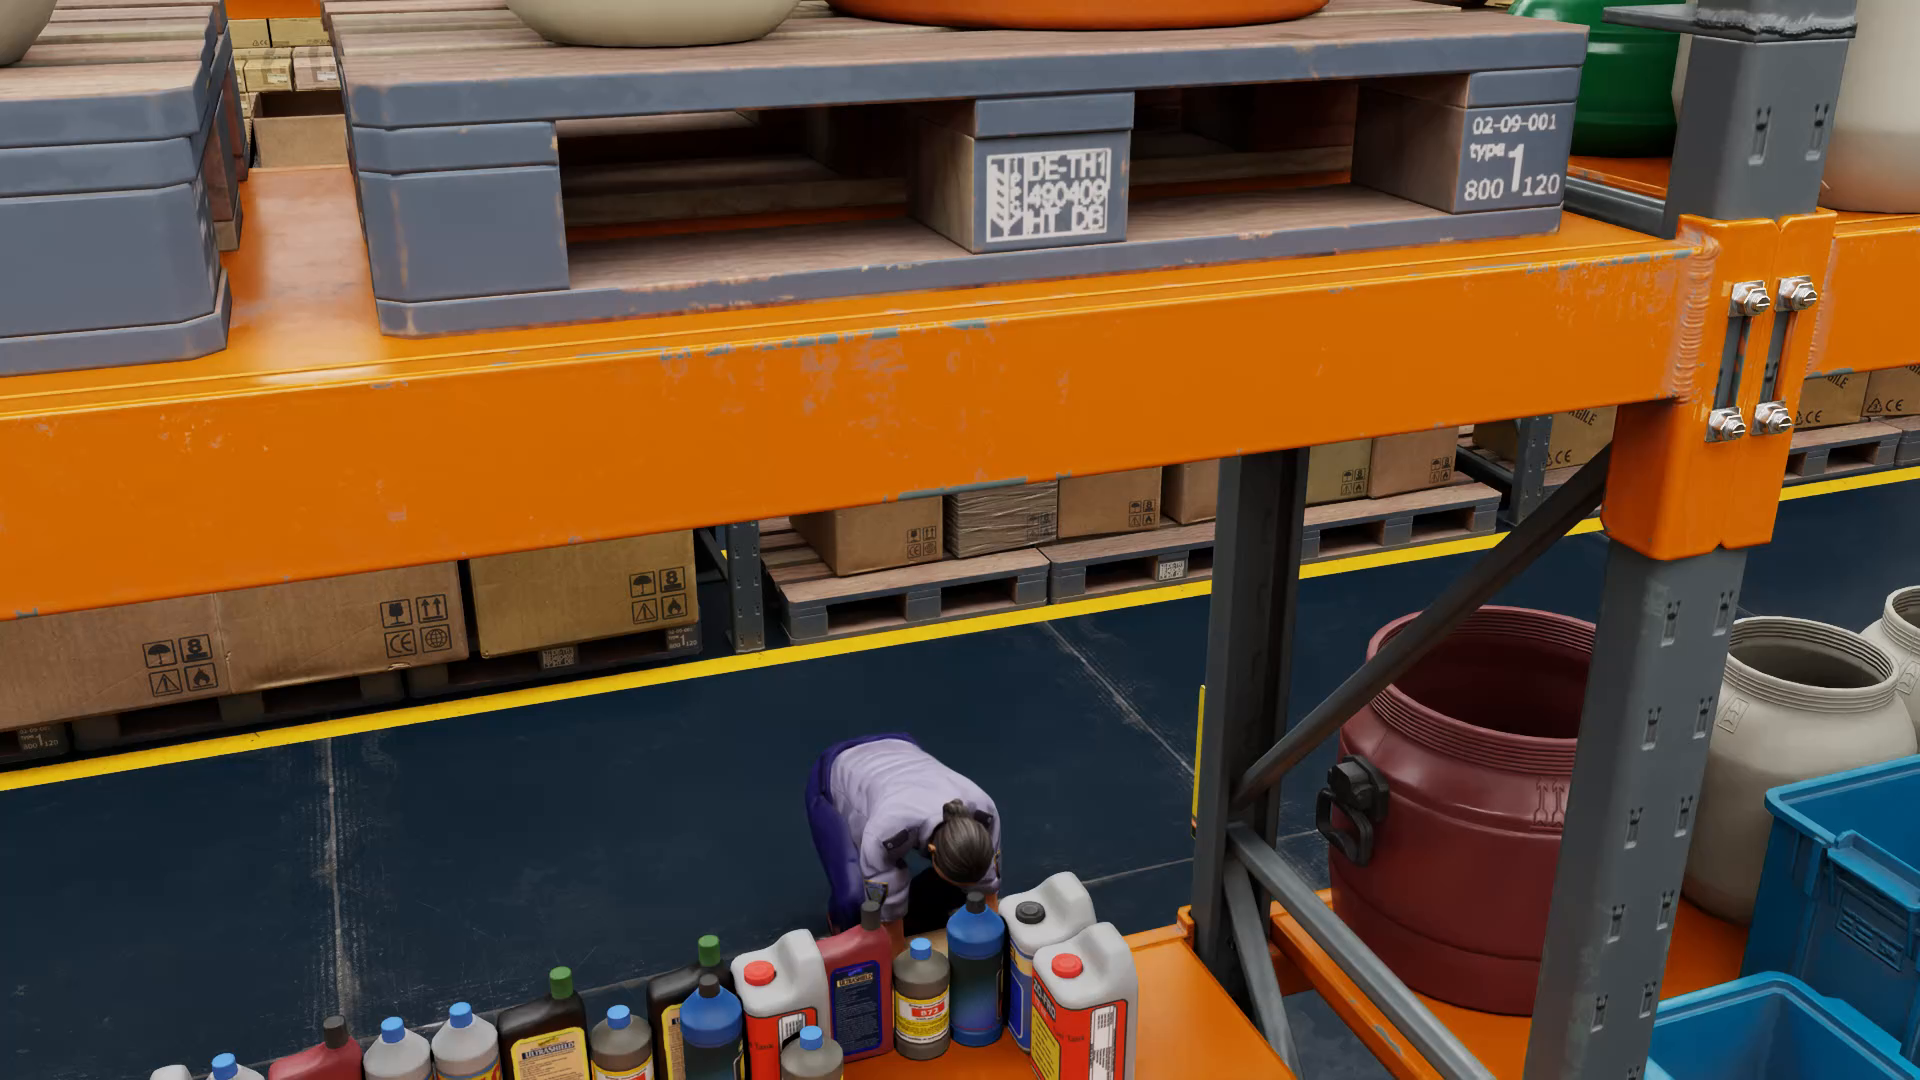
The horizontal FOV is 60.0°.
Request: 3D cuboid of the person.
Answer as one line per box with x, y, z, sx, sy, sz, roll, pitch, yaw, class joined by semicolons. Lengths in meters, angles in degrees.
-0.149;0.976;4.990;0.506;0.745;0.889;-9;24;-20;person
